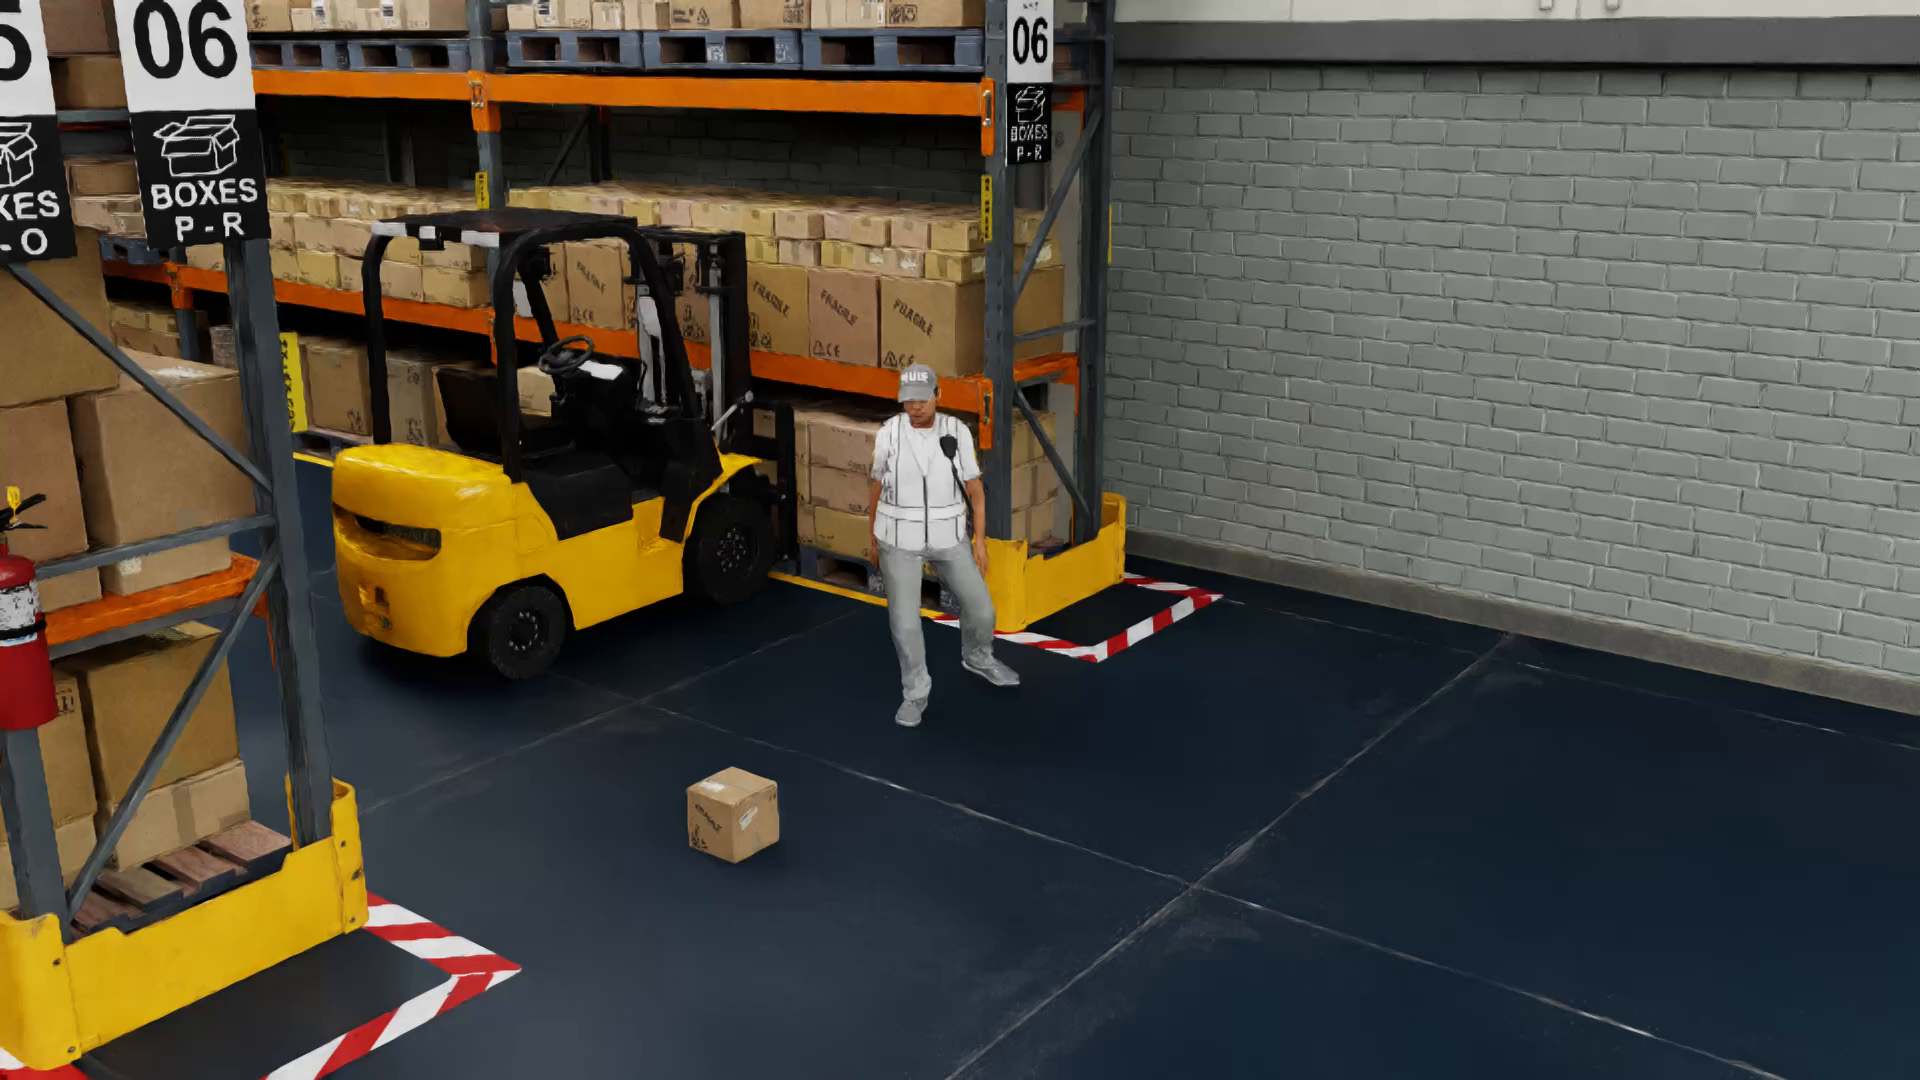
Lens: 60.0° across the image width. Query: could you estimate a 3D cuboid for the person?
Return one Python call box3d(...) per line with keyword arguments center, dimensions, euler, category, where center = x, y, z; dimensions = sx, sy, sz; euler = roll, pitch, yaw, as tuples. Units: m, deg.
box3d(center=(-0.101, 0.075, 7.585), dimensions=(0.591, 1.355, 0.513), euler=(-2, 17, -8), category="person")
